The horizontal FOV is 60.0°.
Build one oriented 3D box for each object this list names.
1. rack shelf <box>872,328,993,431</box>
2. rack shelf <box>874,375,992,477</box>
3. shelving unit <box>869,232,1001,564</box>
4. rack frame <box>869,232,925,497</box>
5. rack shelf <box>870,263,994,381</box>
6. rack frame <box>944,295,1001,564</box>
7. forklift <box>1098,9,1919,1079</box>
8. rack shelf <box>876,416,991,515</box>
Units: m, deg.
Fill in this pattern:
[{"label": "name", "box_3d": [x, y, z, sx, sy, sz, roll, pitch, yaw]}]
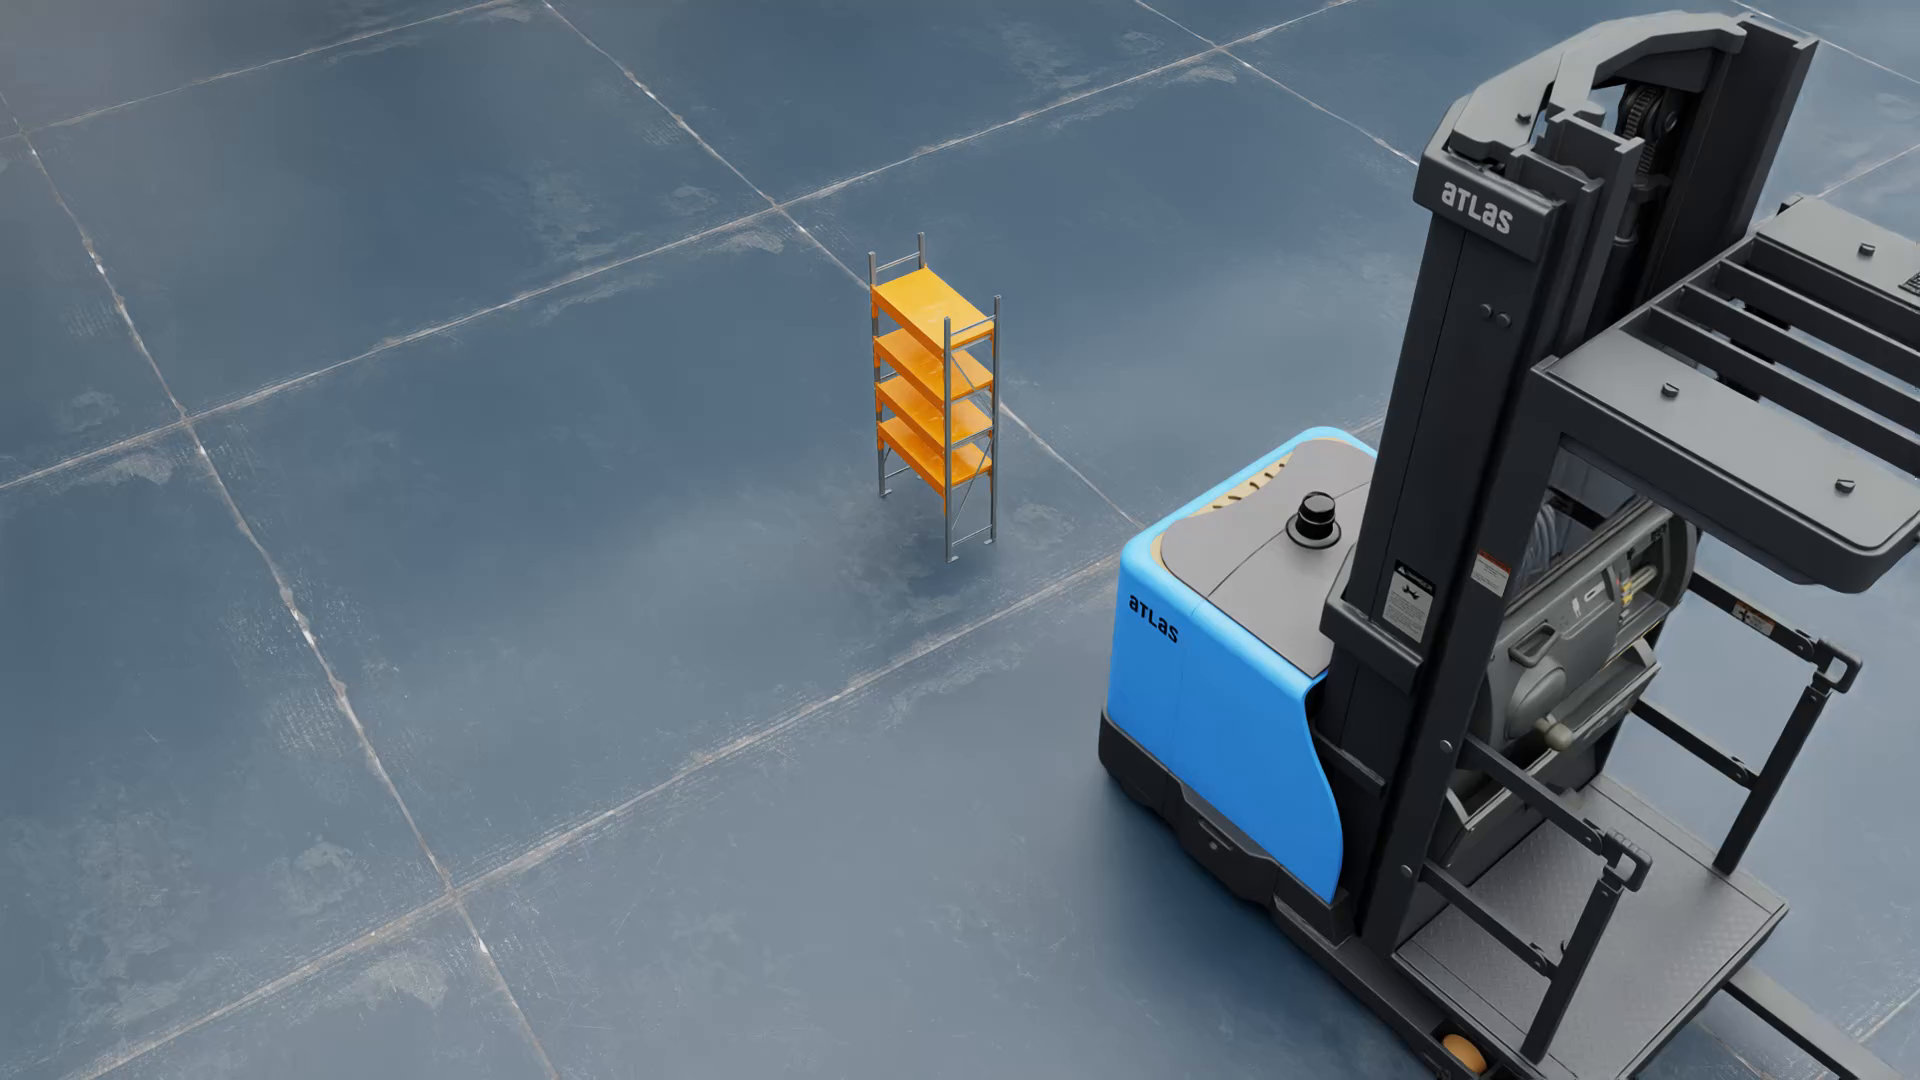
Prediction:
[{"label": "rack shelf", "box_3d": [-0.095, -0.641, 6.326, 0.258, 0.148, 0.480, -26, 49, -24]}, {"label": "rack shelf", "box_3d": [-0.095, -0.479, 6.480, 0.258, 0.148, 0.480, -26, 49, -24]}, {"label": "shelving unit", "box_3d": [-0.095, -0.528, 6.434, 0.258, 1.200, 0.503, -26, 49, -24]}, {"label": "rack frame", "box_3d": [-0.234, -0.666, 6.579, 0.240, 1.200, 0.015, -26, 49, -24]}, {"label": "rack shelf", "box_3d": [-0.095, -0.812, 6.163, 0.258, 0.148, 0.480, -26, 49, -24]}, {"label": "rack frame", "box_3d": [0.045, -0.390, 6.289, 0.240, 1.200, 0.015, -26, 49, -24]}, {"label": "forklift", "box_3d": [1.821, 0.298, 4.315, 1.130, 2.935, 3.031, -30, 51, -28]}, {"label": "rack shelf", "box_3d": [-0.095, -0.335, 6.617, 0.258, 0.148, 0.480, -26, 49, -24]}]
